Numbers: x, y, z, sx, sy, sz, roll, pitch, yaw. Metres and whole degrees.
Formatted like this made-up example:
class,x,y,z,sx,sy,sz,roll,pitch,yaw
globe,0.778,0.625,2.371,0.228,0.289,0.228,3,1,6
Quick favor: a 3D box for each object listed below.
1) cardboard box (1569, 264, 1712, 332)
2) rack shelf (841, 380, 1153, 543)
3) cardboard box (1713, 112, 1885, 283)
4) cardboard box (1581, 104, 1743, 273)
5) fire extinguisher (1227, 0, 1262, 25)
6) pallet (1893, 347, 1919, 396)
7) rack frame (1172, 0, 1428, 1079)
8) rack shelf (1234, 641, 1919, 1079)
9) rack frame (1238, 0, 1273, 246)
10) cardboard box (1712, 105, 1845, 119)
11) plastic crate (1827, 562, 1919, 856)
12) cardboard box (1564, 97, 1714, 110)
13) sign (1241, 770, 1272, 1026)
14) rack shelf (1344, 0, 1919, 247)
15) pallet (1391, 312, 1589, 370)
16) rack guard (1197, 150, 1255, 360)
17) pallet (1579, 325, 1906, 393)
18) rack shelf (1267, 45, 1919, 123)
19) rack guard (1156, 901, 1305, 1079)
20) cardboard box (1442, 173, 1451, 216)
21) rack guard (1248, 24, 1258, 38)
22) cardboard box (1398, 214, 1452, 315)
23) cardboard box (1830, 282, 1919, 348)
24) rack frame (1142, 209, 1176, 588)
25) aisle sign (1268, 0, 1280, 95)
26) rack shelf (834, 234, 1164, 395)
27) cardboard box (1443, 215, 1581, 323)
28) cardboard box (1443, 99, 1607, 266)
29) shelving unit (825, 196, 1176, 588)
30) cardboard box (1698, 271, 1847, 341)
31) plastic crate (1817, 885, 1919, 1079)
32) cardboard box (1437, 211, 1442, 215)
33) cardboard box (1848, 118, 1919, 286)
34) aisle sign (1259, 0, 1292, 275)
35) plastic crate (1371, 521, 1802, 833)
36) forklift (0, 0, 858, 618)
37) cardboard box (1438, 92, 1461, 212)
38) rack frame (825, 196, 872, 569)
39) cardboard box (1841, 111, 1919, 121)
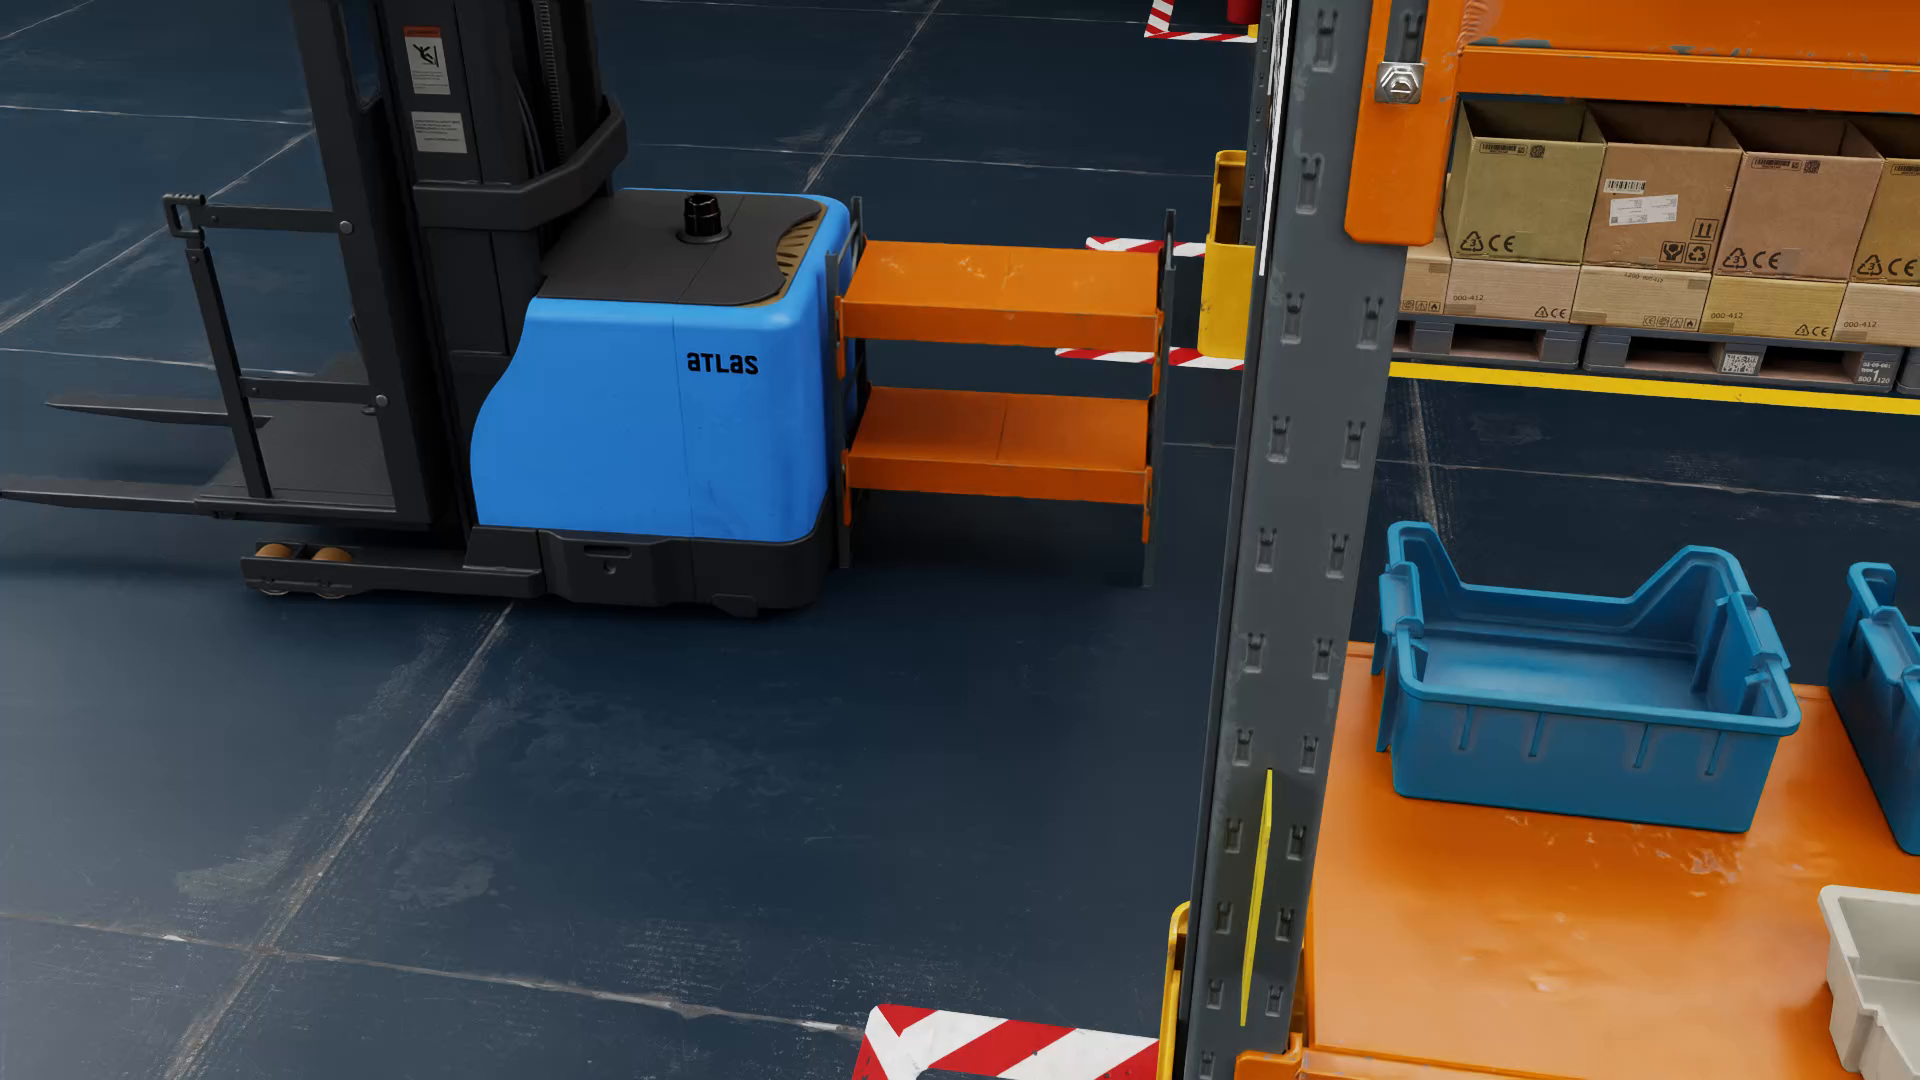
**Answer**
class,x,y,z,sx,sy,sz,roll,pitch,yaw
cardboard box,2.763,-1.092,6.863,0.500,0.250,0.500,5,32,8
rack shelf,0.142,-0.273,5.587,1.000,0.278,0.538,3,32,5
cardboard box,3.255,-1.362,6.588,0.500,0.500,0.500,5,32,8
cardboard box,2.765,-1.416,6.674,0.500,0.500,0.500,5,32,8
fire extinguisher,1.247,-2.552,7.073,0.183,0.674,0.296,5,32,8
pallet,4.452,-0.885,6.965,1.213,0.211,1.003,5,32,8
rack frame,0.448,0.261,2.506,0.053,2.616,0.949,5,32,8
rack shelf,2.420,0.742,2.415,4.000,0.370,1.077,5,32,8
rack frame,1.286,-2.331,6.648,0.127,3.000,1.000,5,32,8
cardboard box,3.345,-1.643,7.036,0.500,0.500,0.500,5,32,8
plastic crate,1.632,0.271,2.630,0.408,0.251,0.499,5,32,8
cardboard box,2.853,-1.688,7.108,0.500,0.500,0.500,5,32,8
sign,0.352,0.429,1.977,0.005,0.325,0.100,5,32,8
rack shelf,2.420,-0.529,1.619,4.000,0.370,1.077,5,32,8
pallet,2.047,-1.103,7.313,1.213,0.211,1.003,5,32,8
rack guard,1.262,-1.274,7.314,0.348,0.500,1.175,5,32,8
pallet,3.246,-0.993,7.137,1.213,0.211,1.003,5,32,8
rack shelf,3.257,-1.848,6.553,4.000,0.370,1.077,5,32,8
rack guard,0.532,1.301,3.201,0.348,0.500,1.175,5,32,8
cardboard box,2.359,-1.412,7.375,0.500,0.250,0.500,5,32,8
rack guard,2.190,-3.856,11.440,0.348,0.500,1.175,5,32,8
cardboard box,1.777,-1.180,7.003,0.500,0.250,0.500,5,32,8
cardboard box,3.748,-1.001,6.717,0.500,0.250,0.500,5,32,8
rack frame,0.647,-0.450,5.408,0.032,1.125,0.500,3,32,5
aisle sign,0.428,-1.005,2.078,0.004,0.787,0.394,5,32,8
rack shelf,0.142,-0.728,5.302,1.000,0.278,0.538,3,32,5
cardboard box,2.270,-1.137,6.935,0.500,0.250,0.500,5,32,8
cardboard box,2.270,-1.454,6.735,0.500,0.500,0.500,5,32,8
shelving unit,0.142,-0.480,5.457,1.048,1.125,0.538,3,32,5
cardboard box,3.255,-1.045,6.788,0.500,0.250,0.500,5,32,8
plastic crate,1.277,0.619,2.183,0.250,0.136,0.298,5,32,8
cardboard box,1.864,-1.451,7.436,0.500,0.250,0.500,5,32,8
cardboard box,3.750,-1.325,6.529,0.500,0.500,0.500,5,32,8
aisle sign,0.328,-0.696,1.585,0.004,0.787,0.394,5,32,8
plastic crate,0.992,0.210,2.727,0.616,0.251,0.499,5,32,8
forklift,-1.908,-1.323,5.102,3.031,2.935,1.130,3,32,5
cardboard box,1.864,-1.770,7.239,0.500,0.500,0.500,5,32,8
rack frame,-0.363,-0.510,5.505,0.032,1.125,0.500,3,32,5
cardboard box,3.838,-1.599,6.966,0.500,0.500,0.500,5,32,8
